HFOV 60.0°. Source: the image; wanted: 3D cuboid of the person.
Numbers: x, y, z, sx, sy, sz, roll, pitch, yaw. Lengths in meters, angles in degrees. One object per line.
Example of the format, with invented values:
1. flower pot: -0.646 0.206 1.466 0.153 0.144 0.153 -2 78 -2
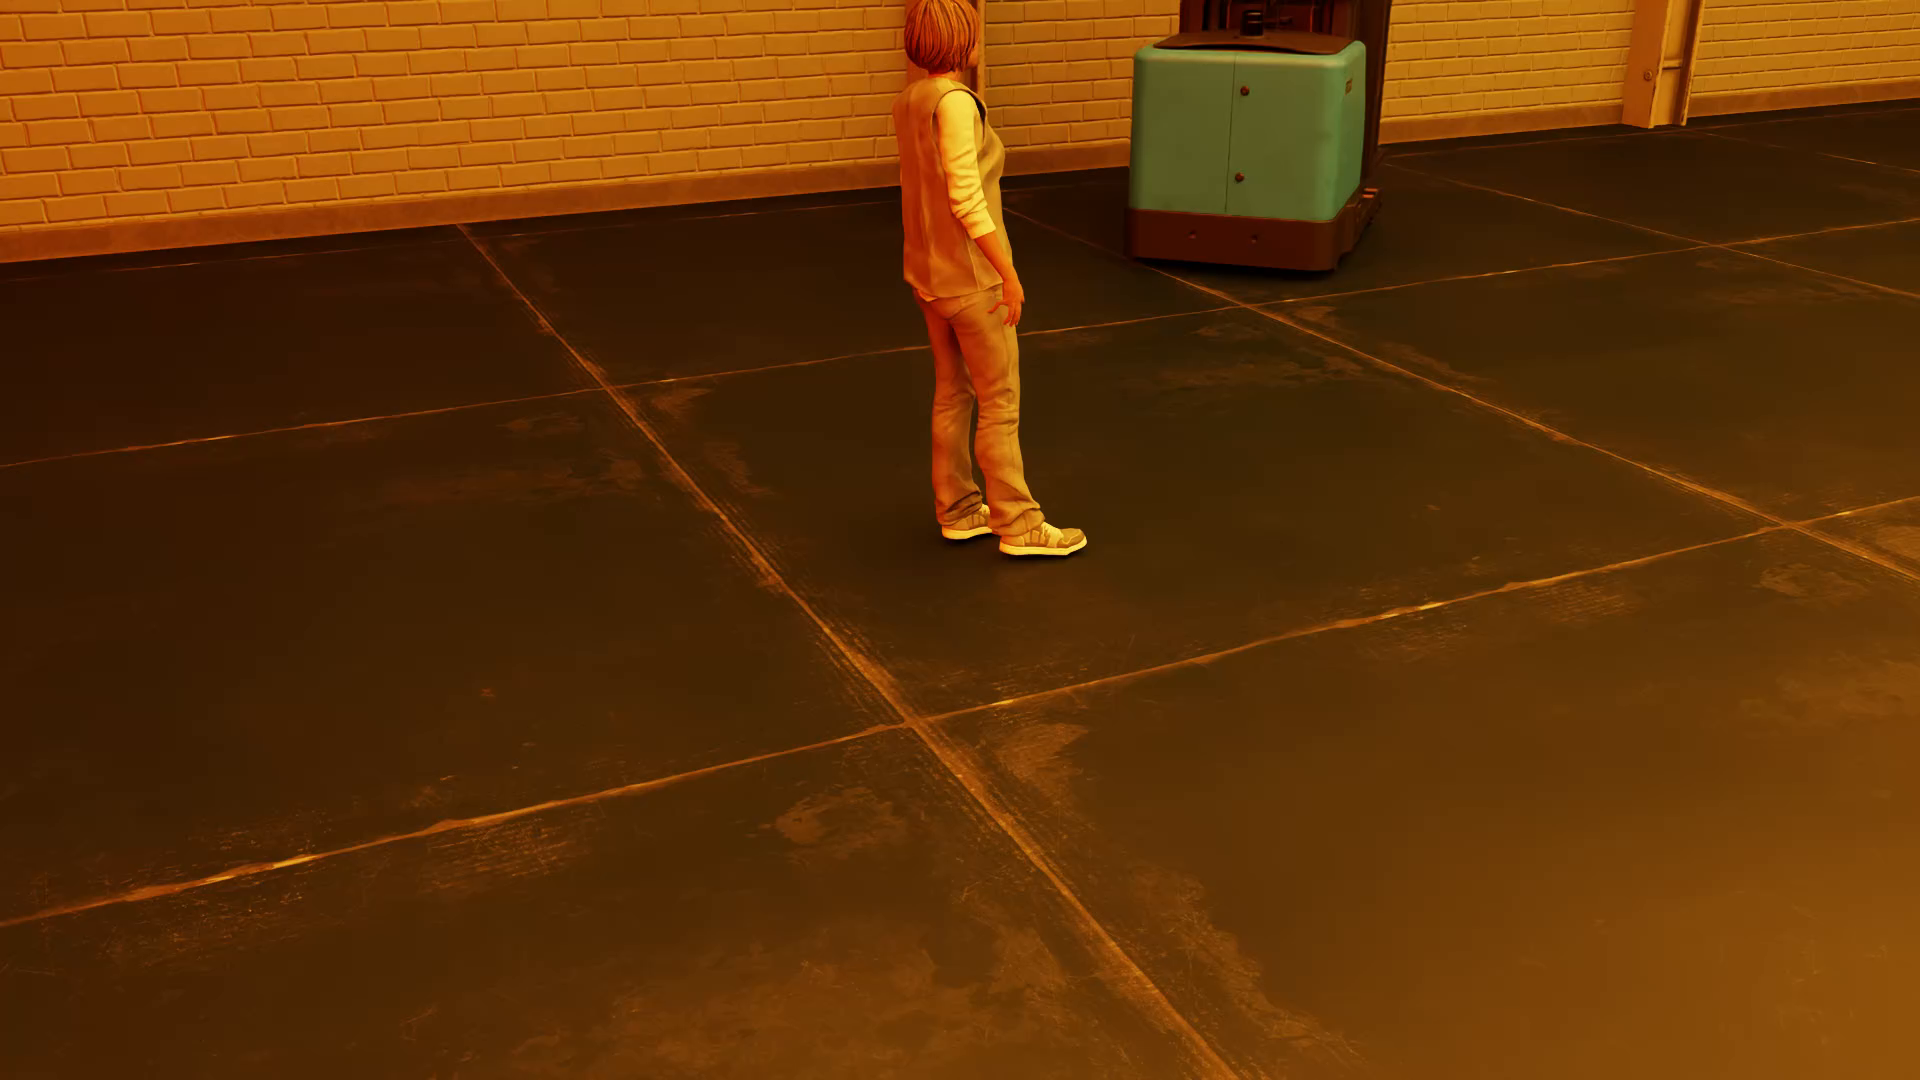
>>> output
1. person: 0.073 -0.751 4.814 0.475 1.597 0.520 -10 25 -23

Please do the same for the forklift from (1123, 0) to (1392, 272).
1. forklift: 1.802 -3.192 8.971 1.130 2.935 3.031 8 24 18
